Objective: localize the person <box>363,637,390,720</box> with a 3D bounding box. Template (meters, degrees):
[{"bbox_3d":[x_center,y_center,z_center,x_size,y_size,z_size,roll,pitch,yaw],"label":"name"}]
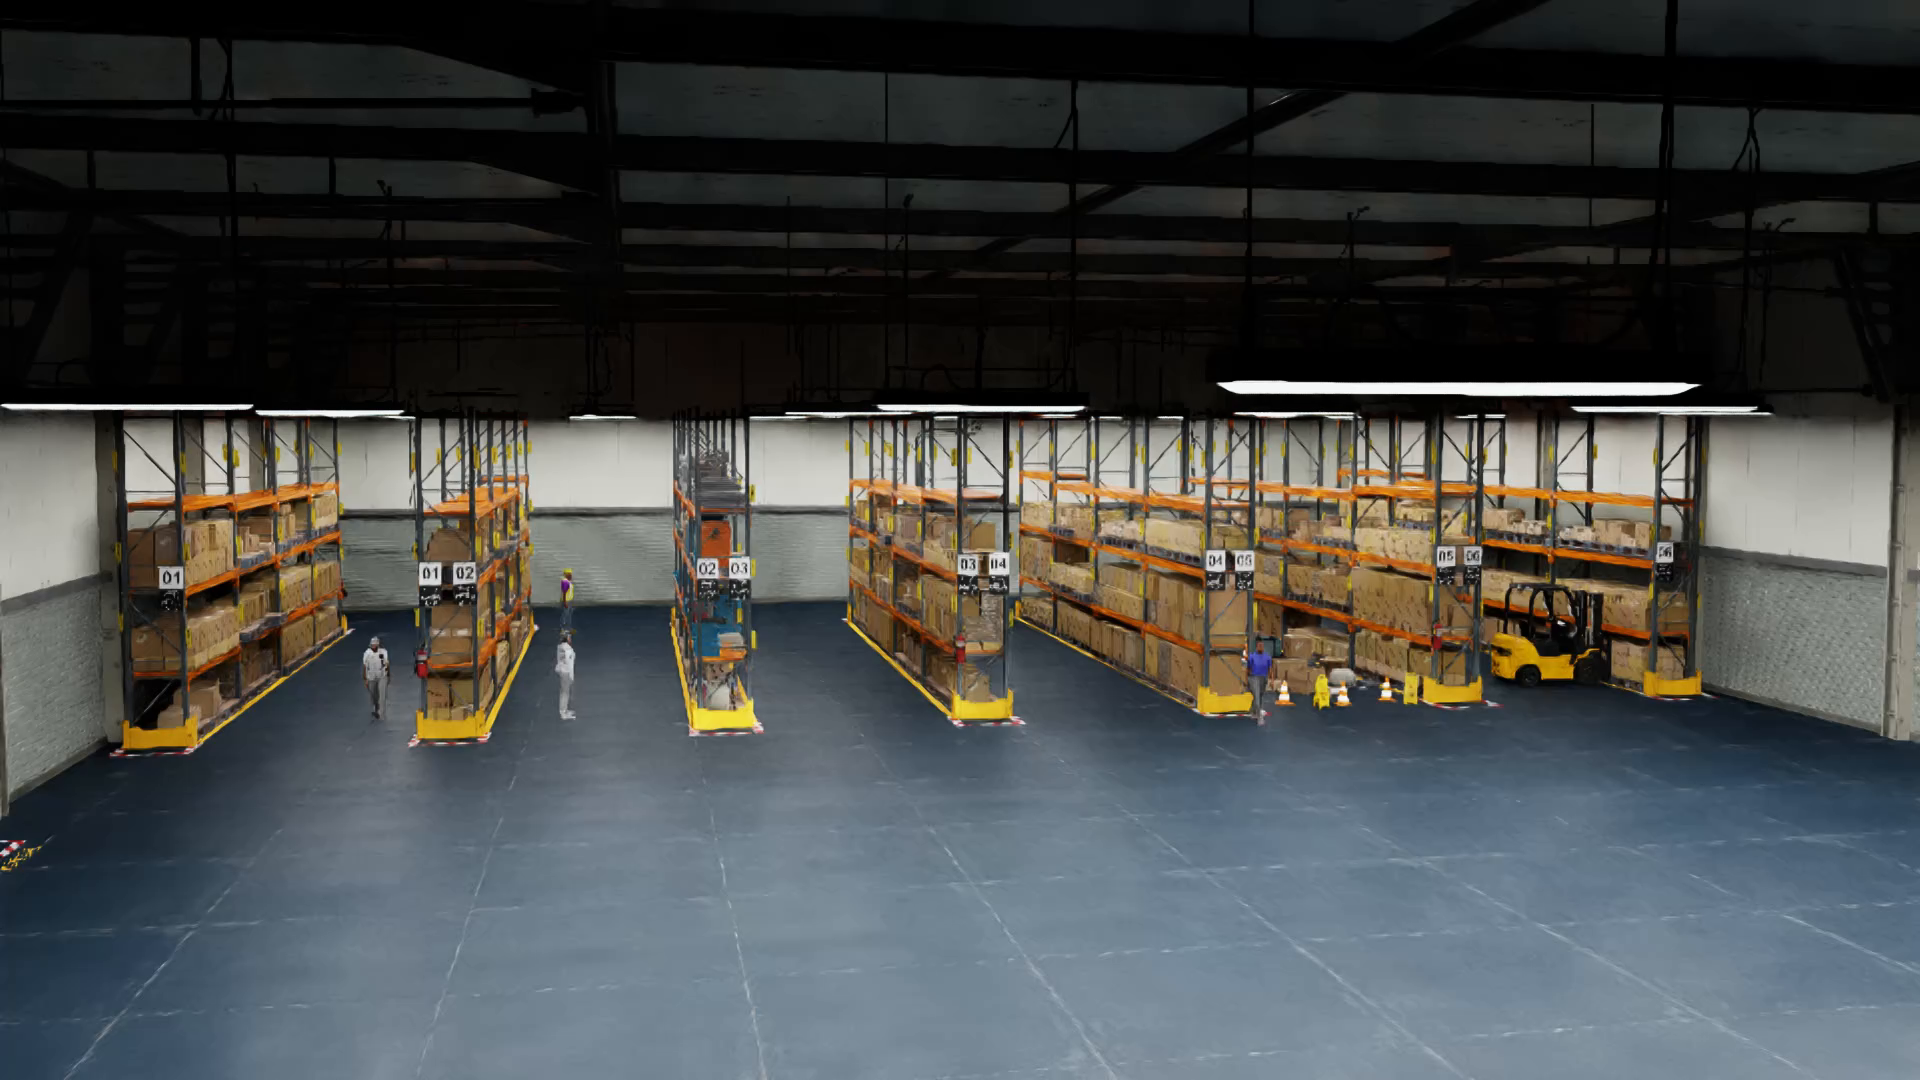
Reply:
[{"bbox_3d":[-11.254,2.639,32.066,0.497,1.583,1.090,-1,4,-9],"label":"person"}]

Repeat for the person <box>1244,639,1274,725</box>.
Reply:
[{"bbox_3d":[5.696,2.672,31.588,0.461,1.596,0.998,-1,4,-12],"label":"person"}]

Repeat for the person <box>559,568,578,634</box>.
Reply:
[{"bbox_3d":[-10.607,1.637,44.944,0.480,1.768,0.650,0,4,-6],"label":"person"}]

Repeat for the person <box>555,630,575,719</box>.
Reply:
[{"bbox_3d":[-7.591,2.585,32.139,0.433,1.684,0.553,-3,5,-39],"label":"person"}]
